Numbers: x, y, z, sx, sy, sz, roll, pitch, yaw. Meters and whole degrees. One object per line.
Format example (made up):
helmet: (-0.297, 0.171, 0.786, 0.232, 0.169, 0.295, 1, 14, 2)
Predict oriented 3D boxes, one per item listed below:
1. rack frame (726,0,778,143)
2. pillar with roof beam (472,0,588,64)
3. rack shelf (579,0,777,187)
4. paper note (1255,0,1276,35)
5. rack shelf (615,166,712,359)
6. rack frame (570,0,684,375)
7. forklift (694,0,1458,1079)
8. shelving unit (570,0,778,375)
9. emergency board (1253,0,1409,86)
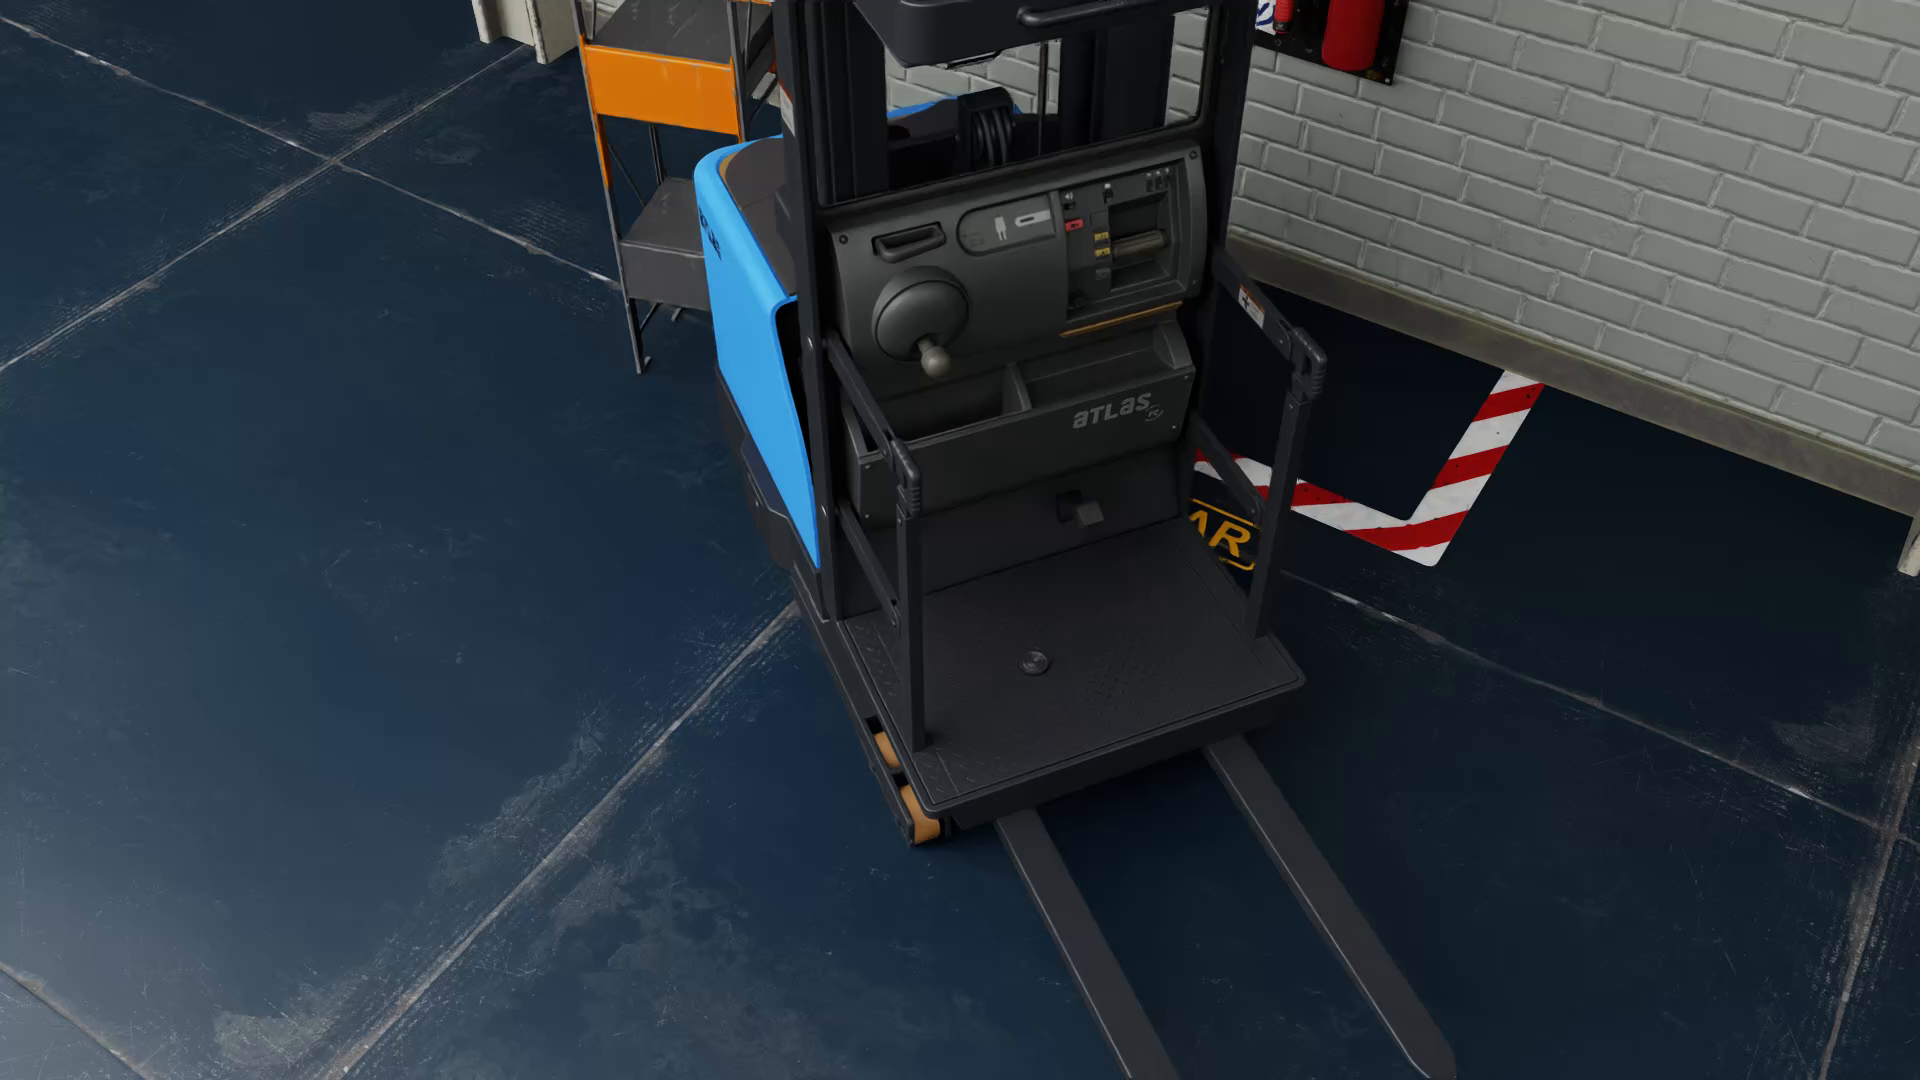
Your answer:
rack frame: (-0.597, -1.356, 5.104, 0.015, 2.100, 0.400, 11, 47, 11)
pillar with roof beam: (-4.218, -2.784, 1.681, 0.400, 9.000, 9.100, 25, 51, 22)
rack shelf: (-0.832, -1.393, 5.159, 0.480, 0.518, 0.431, 11, 47, 11)
paper note: (0.986, -1.752, 5.475, 0.142, 0.148, 0.016, 25, 51, 22)
rack shelf: (-0.832, -0.906, 5.661, 0.480, 0.518, 0.431, 11, 47, 11)
rack frame: (-1.068, -1.449, 5.194, 0.015, 2.100, 0.400, 11, 47, 11)
forklift: (0.239, -0.563, 3.753, 1.130, 2.935, 3.031, -17, 48, -16)
shelving unit: (-0.832, -1.403, 5.149, 0.503, 2.100, 0.431, 11, 47, 11)
emergency board: (1.097, -1.949, 5.052, 0.643, 1.169, 0.194, 25, 51, 22)
